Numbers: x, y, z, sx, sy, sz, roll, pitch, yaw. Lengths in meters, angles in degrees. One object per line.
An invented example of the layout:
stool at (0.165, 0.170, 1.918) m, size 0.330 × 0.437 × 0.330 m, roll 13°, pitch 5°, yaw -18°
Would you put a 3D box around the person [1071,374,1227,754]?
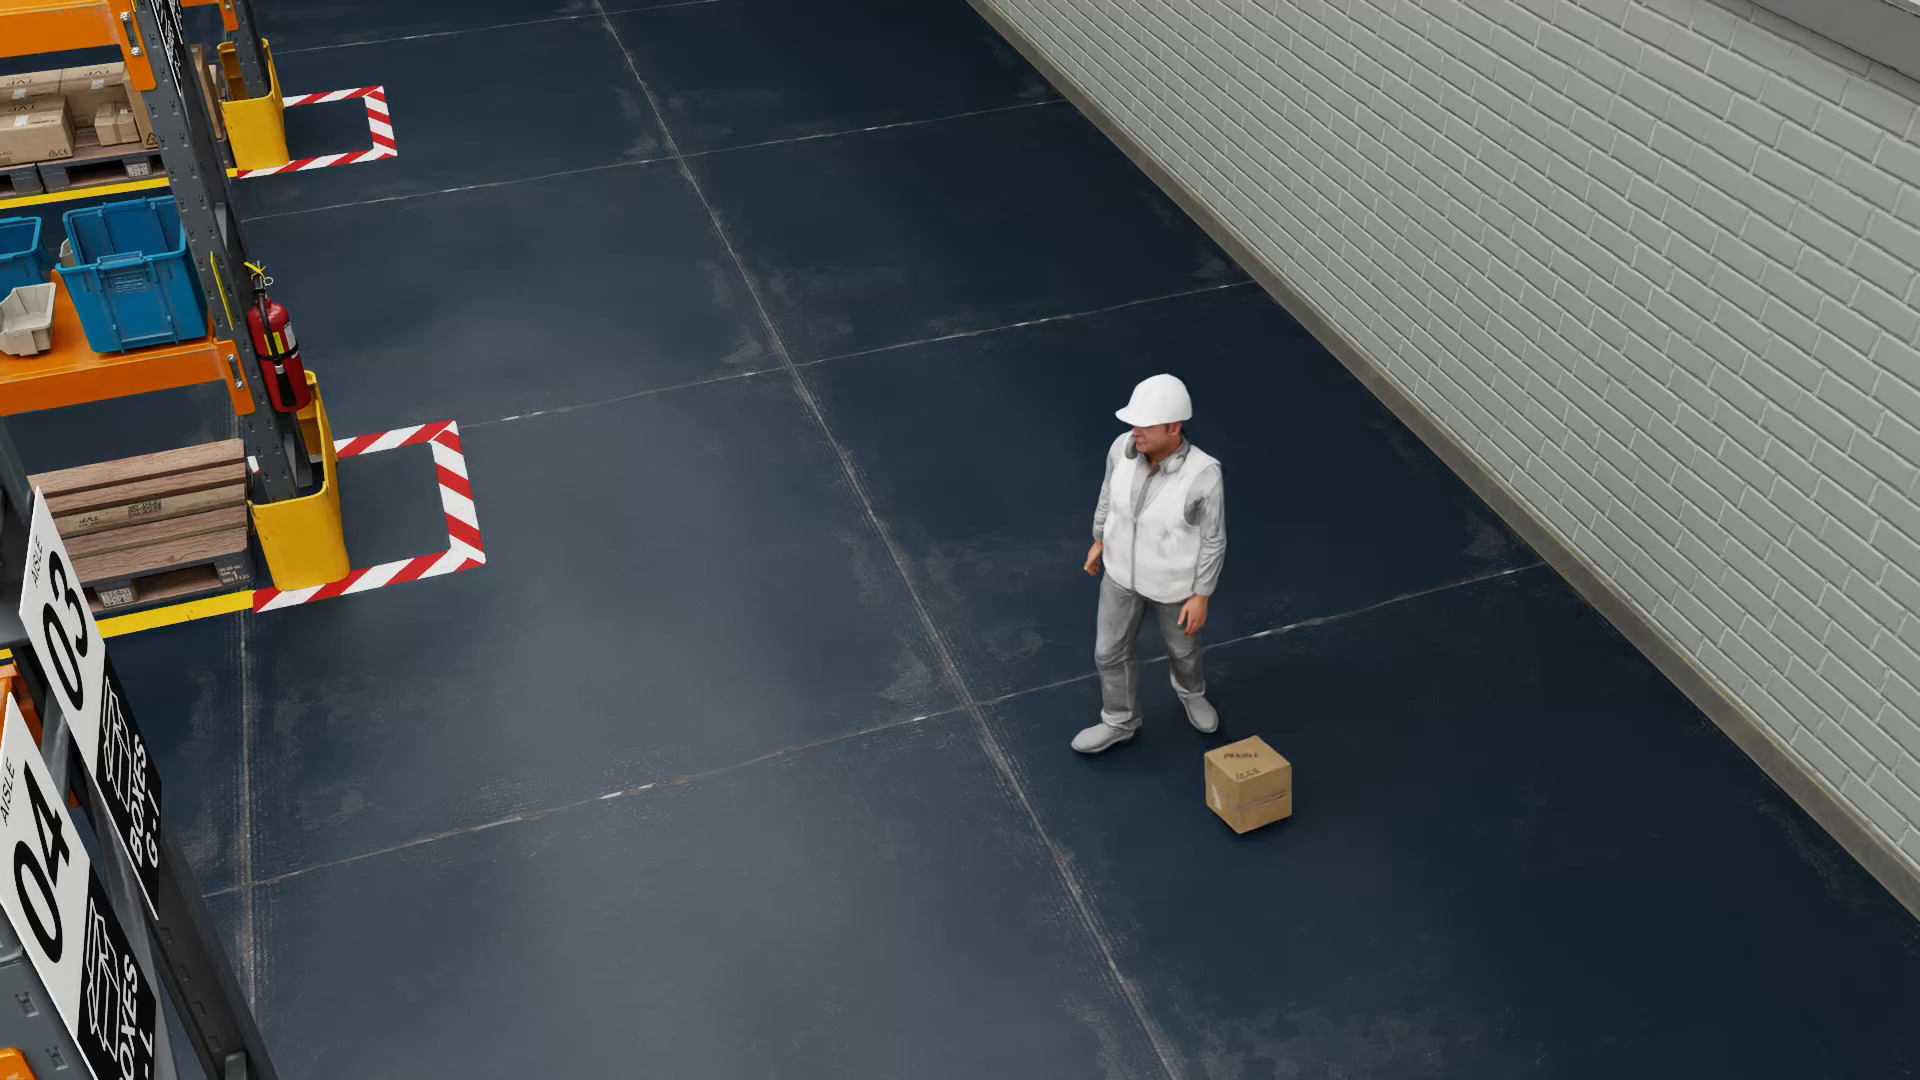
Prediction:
person at (0.777, 0.101, 6.635) m, size 0.614 × 1.766 × 0.618 m, roll 24°, pitch 44°, yaw 28°
